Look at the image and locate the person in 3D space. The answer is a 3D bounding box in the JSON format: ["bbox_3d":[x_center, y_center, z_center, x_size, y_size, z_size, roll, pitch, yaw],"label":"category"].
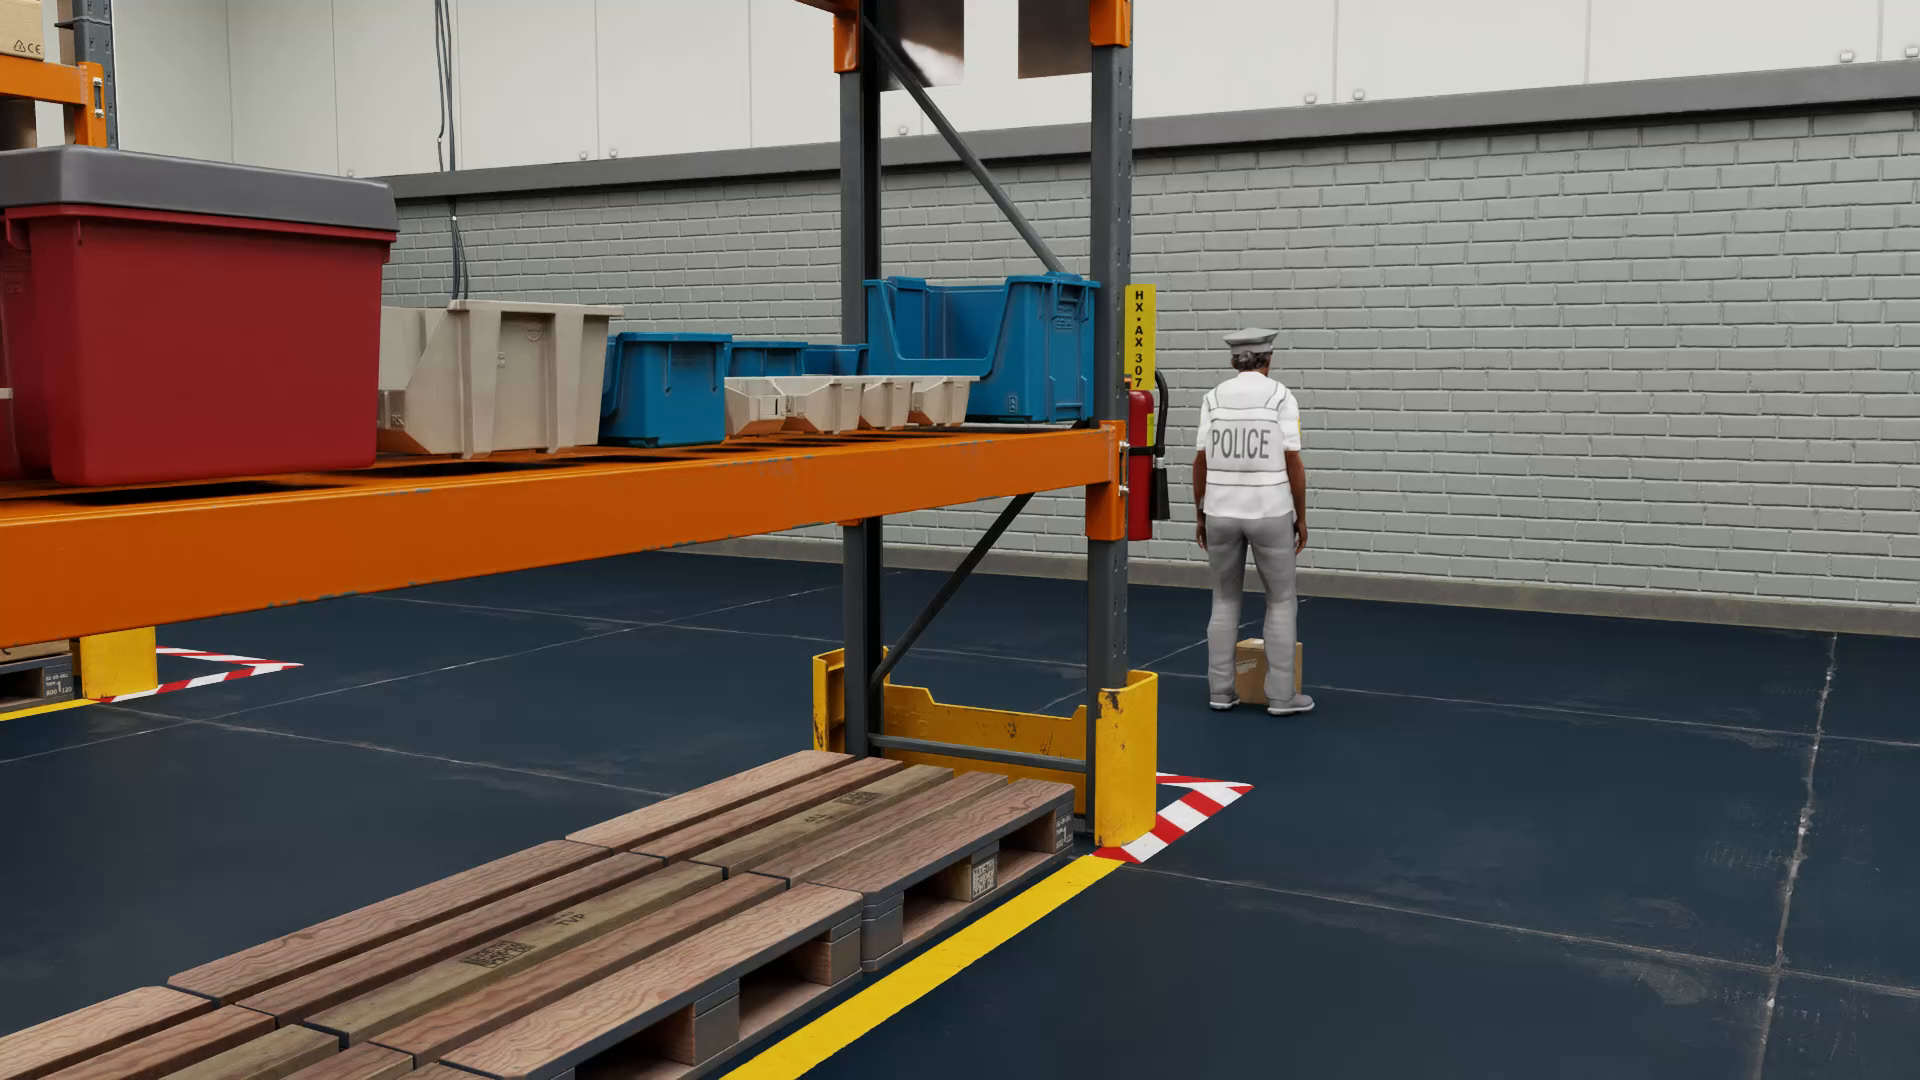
[{"bbox_3d":[1.264,-0.084,7.178,0.521,1.657,0.395,3,7,25],"label":"person"}]
